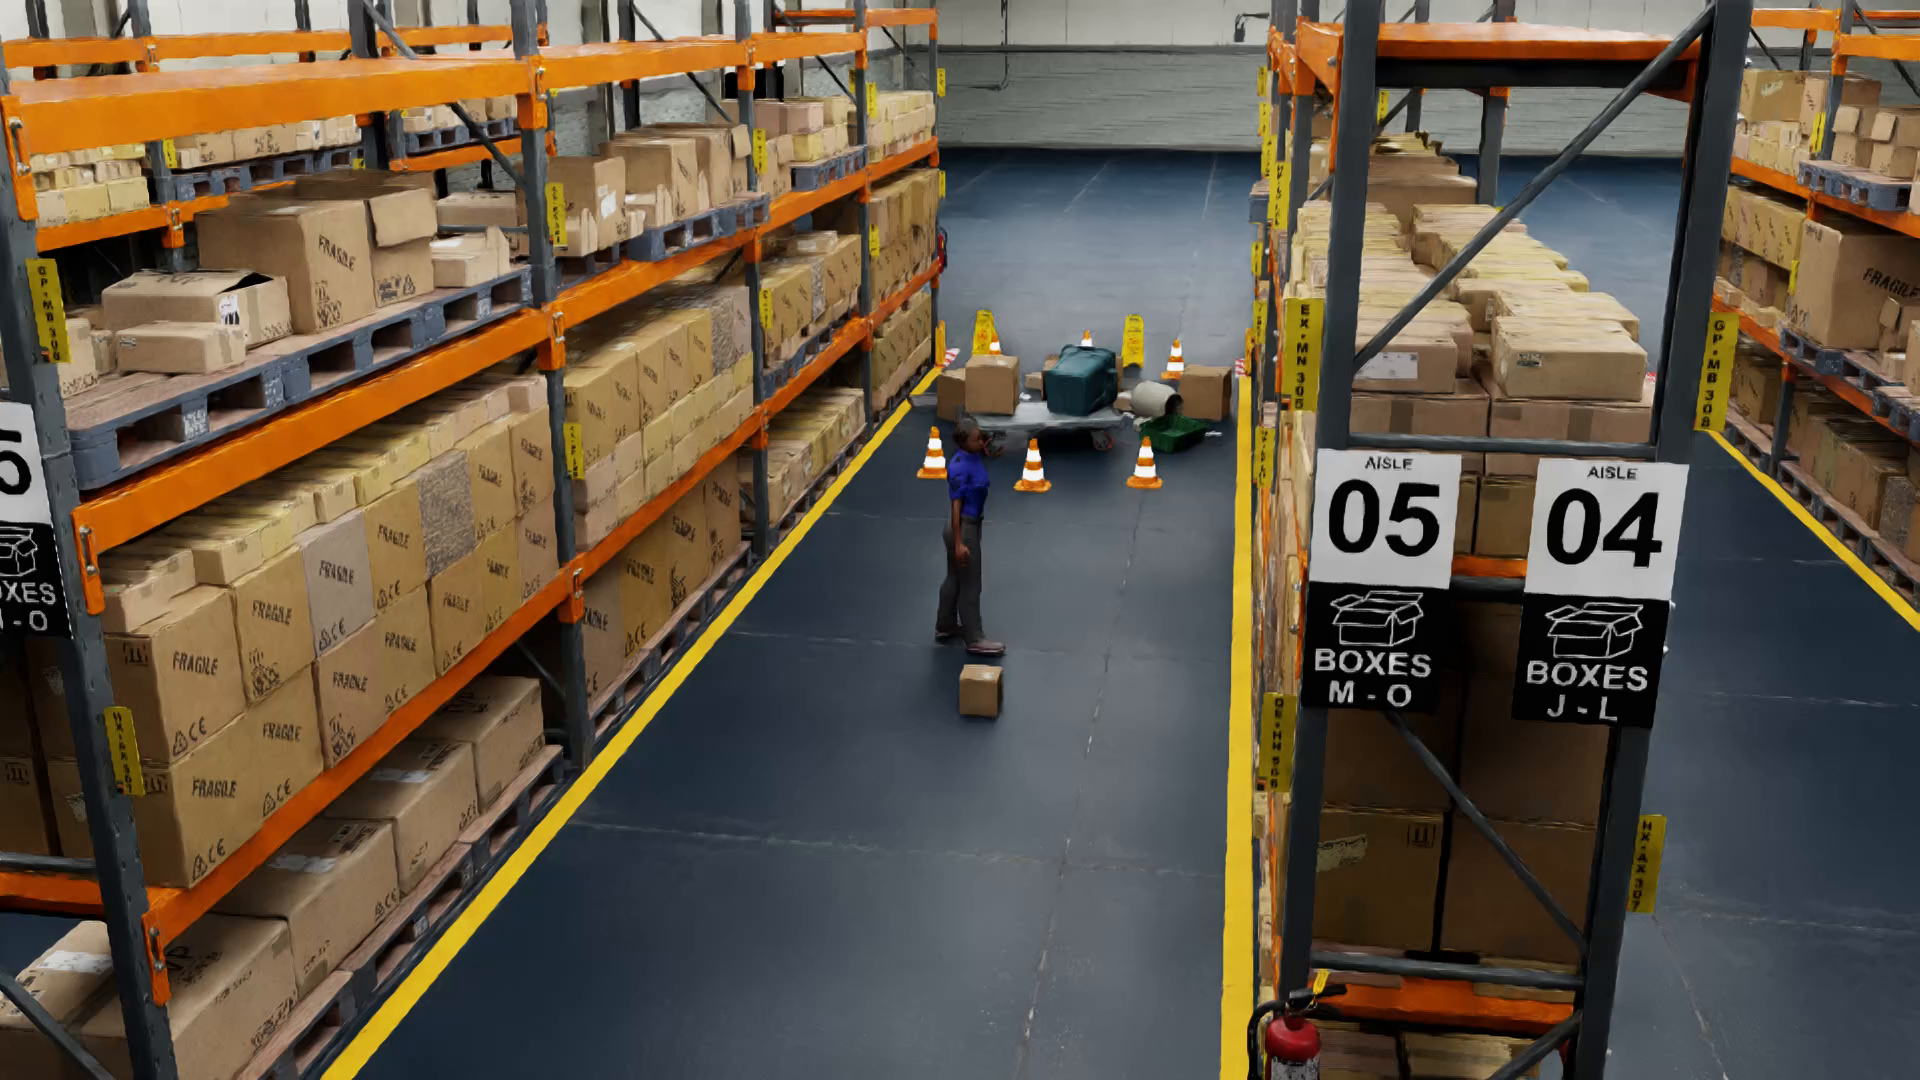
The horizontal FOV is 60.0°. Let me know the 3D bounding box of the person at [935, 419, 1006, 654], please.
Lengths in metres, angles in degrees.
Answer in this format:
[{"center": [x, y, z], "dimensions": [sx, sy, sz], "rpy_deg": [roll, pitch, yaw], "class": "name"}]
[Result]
[{"center": [0.070, -0.038, 11.626], "dimensions": [0.562, 1.649, 0.639], "rpy_deg": [3, 18, 10], "class": "person"}]
